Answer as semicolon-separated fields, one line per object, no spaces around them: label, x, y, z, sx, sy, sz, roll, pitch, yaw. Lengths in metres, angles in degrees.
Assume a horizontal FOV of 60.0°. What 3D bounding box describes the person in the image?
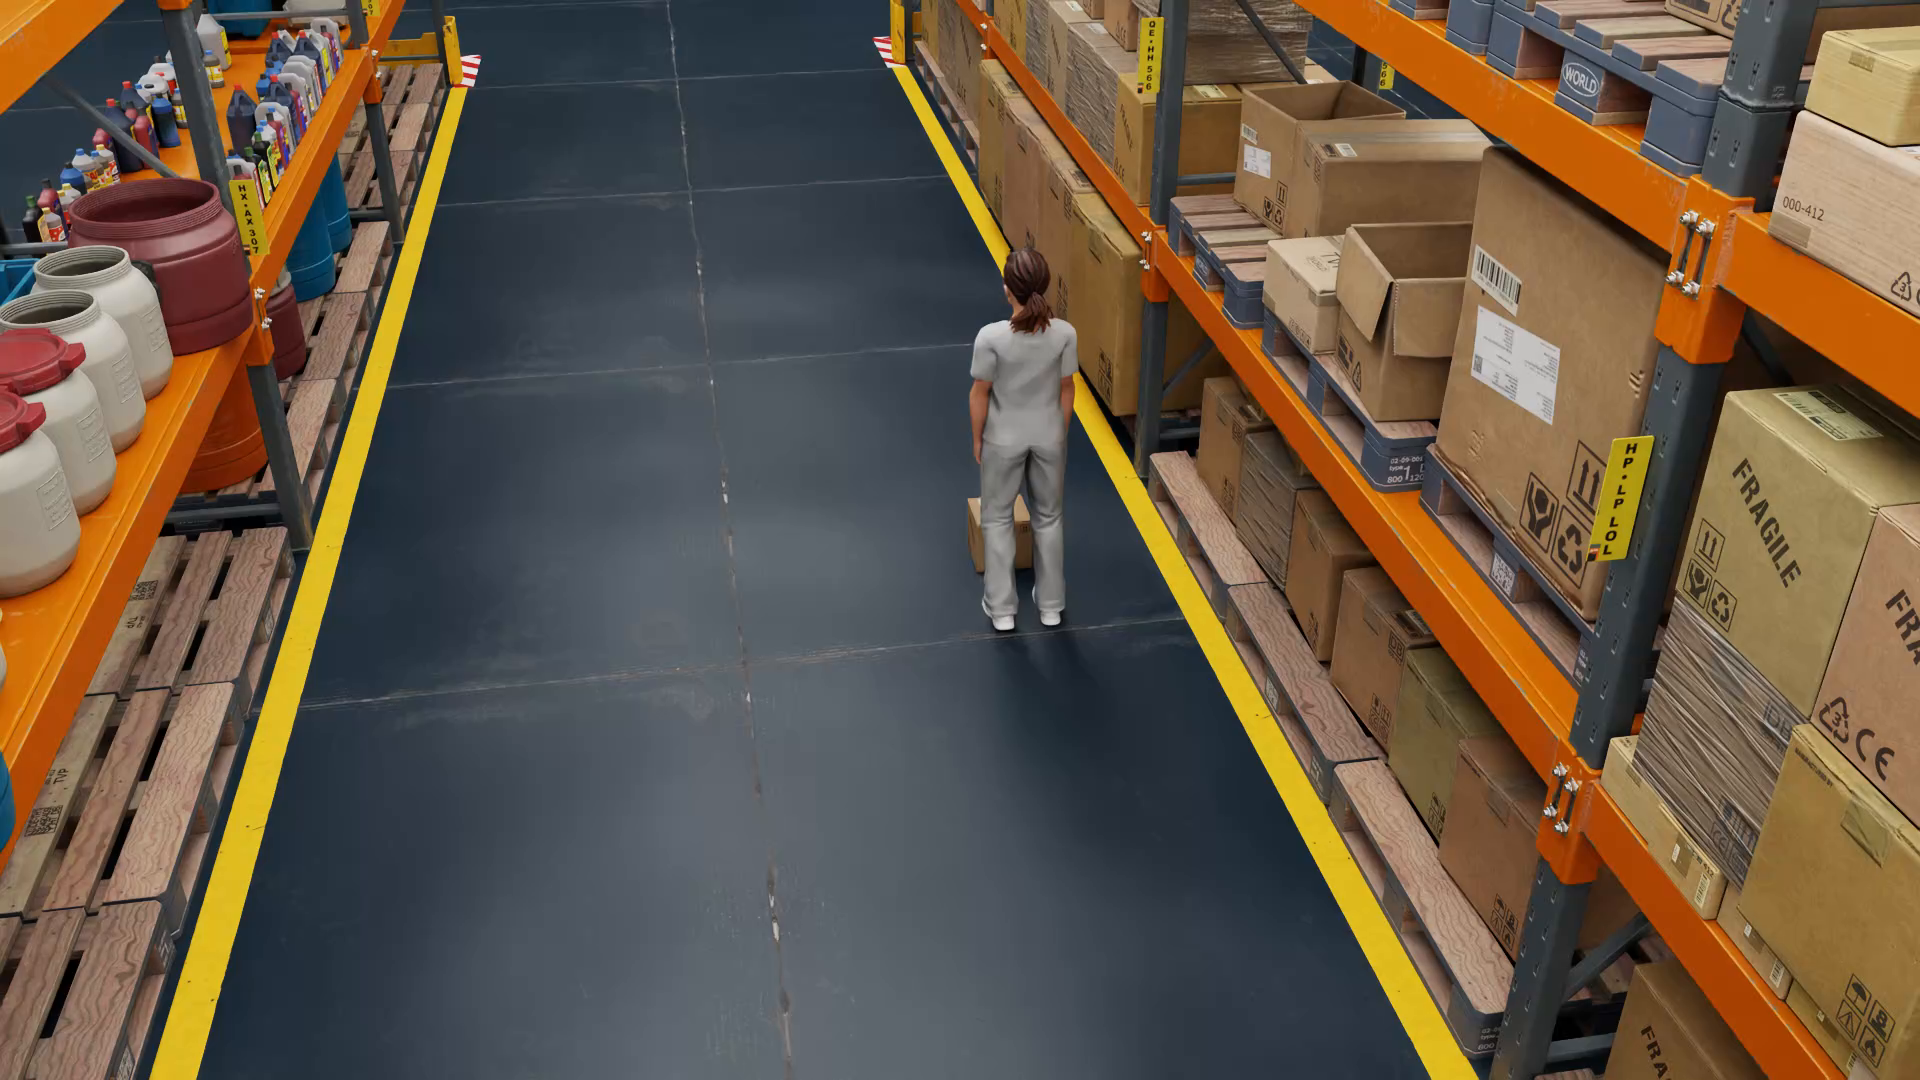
person;0.255;-0.388;6.801;0.438;1.681;0.362;-5;31;-8
